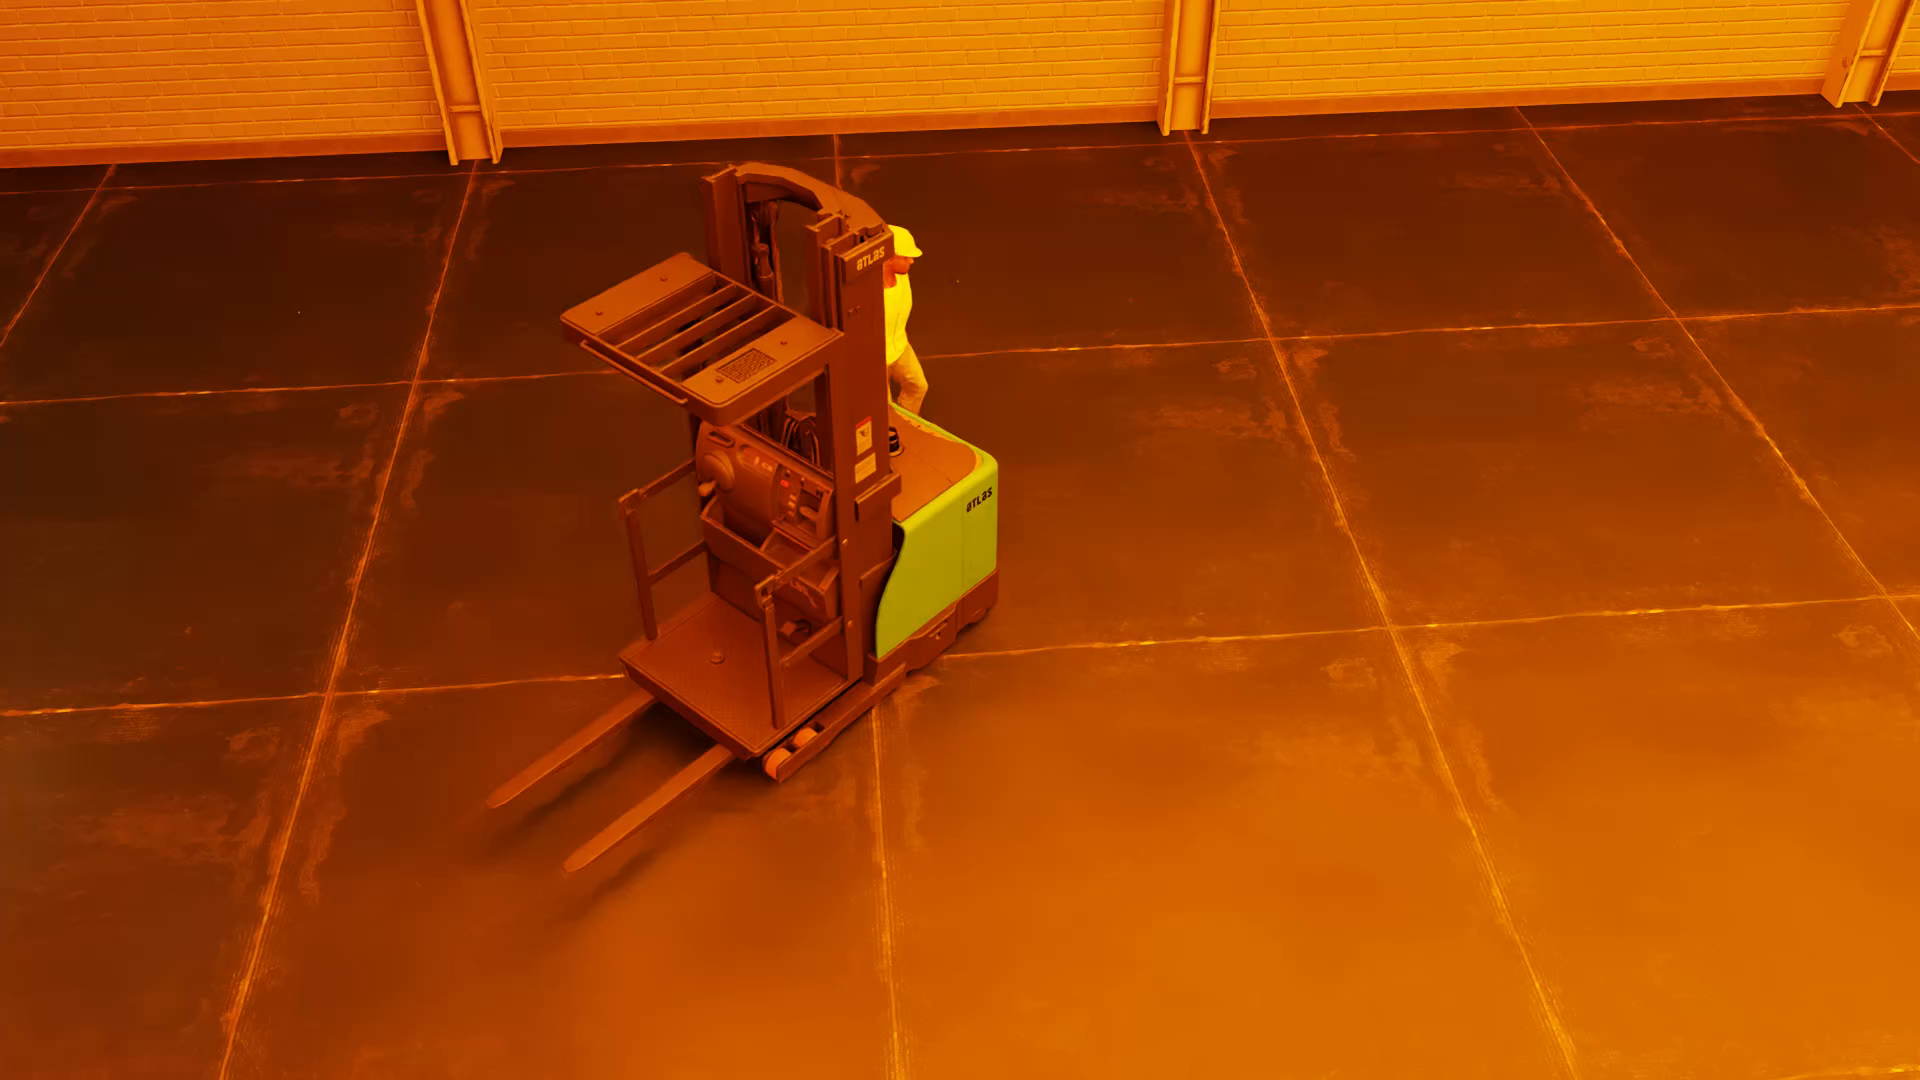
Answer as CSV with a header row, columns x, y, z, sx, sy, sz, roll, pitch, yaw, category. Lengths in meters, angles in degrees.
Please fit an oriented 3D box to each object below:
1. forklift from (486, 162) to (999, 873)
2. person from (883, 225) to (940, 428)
x,y,z,sx,sy,sz,roll,pitch,yaw,category
-1.125,-0.228,8.204,1.130,2.935,3.031,30,49,30,forklift
-0.475,-1.159,10.233,0.471,1.733,0.893,24,46,25,person
